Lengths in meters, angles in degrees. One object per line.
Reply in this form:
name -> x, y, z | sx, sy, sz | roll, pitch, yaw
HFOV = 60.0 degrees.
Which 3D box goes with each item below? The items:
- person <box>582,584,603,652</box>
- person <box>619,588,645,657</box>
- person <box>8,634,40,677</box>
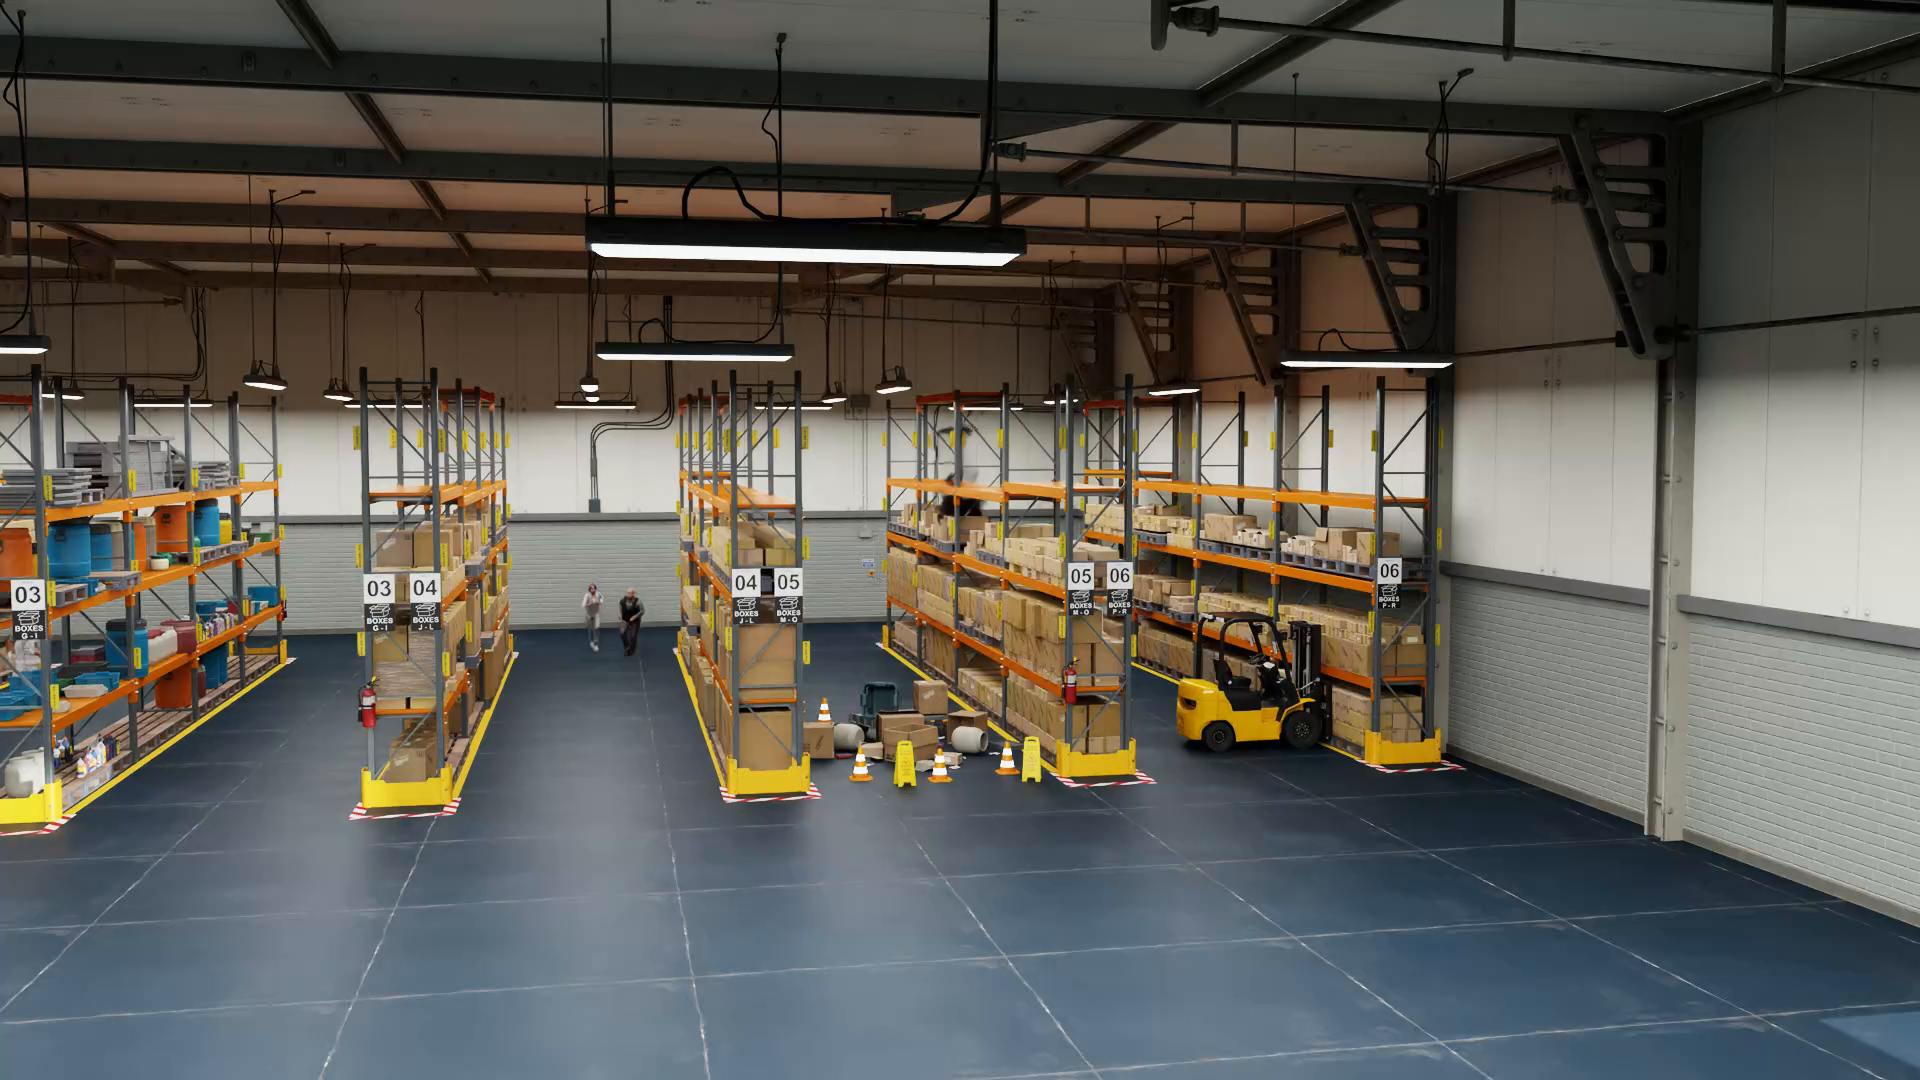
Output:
person -> -8.775, 1.855, 39.733 | 0.522, 1.650, 0.802 | -1, 4, -17
person -> -7.626, 1.911, 38.719 | 0.665, 1.635, 0.910 | 0, 3, 5
person -> -17.125, 2.291, 30.473 | 0.702, 1.727, 0.790 | -1, 3, -12
